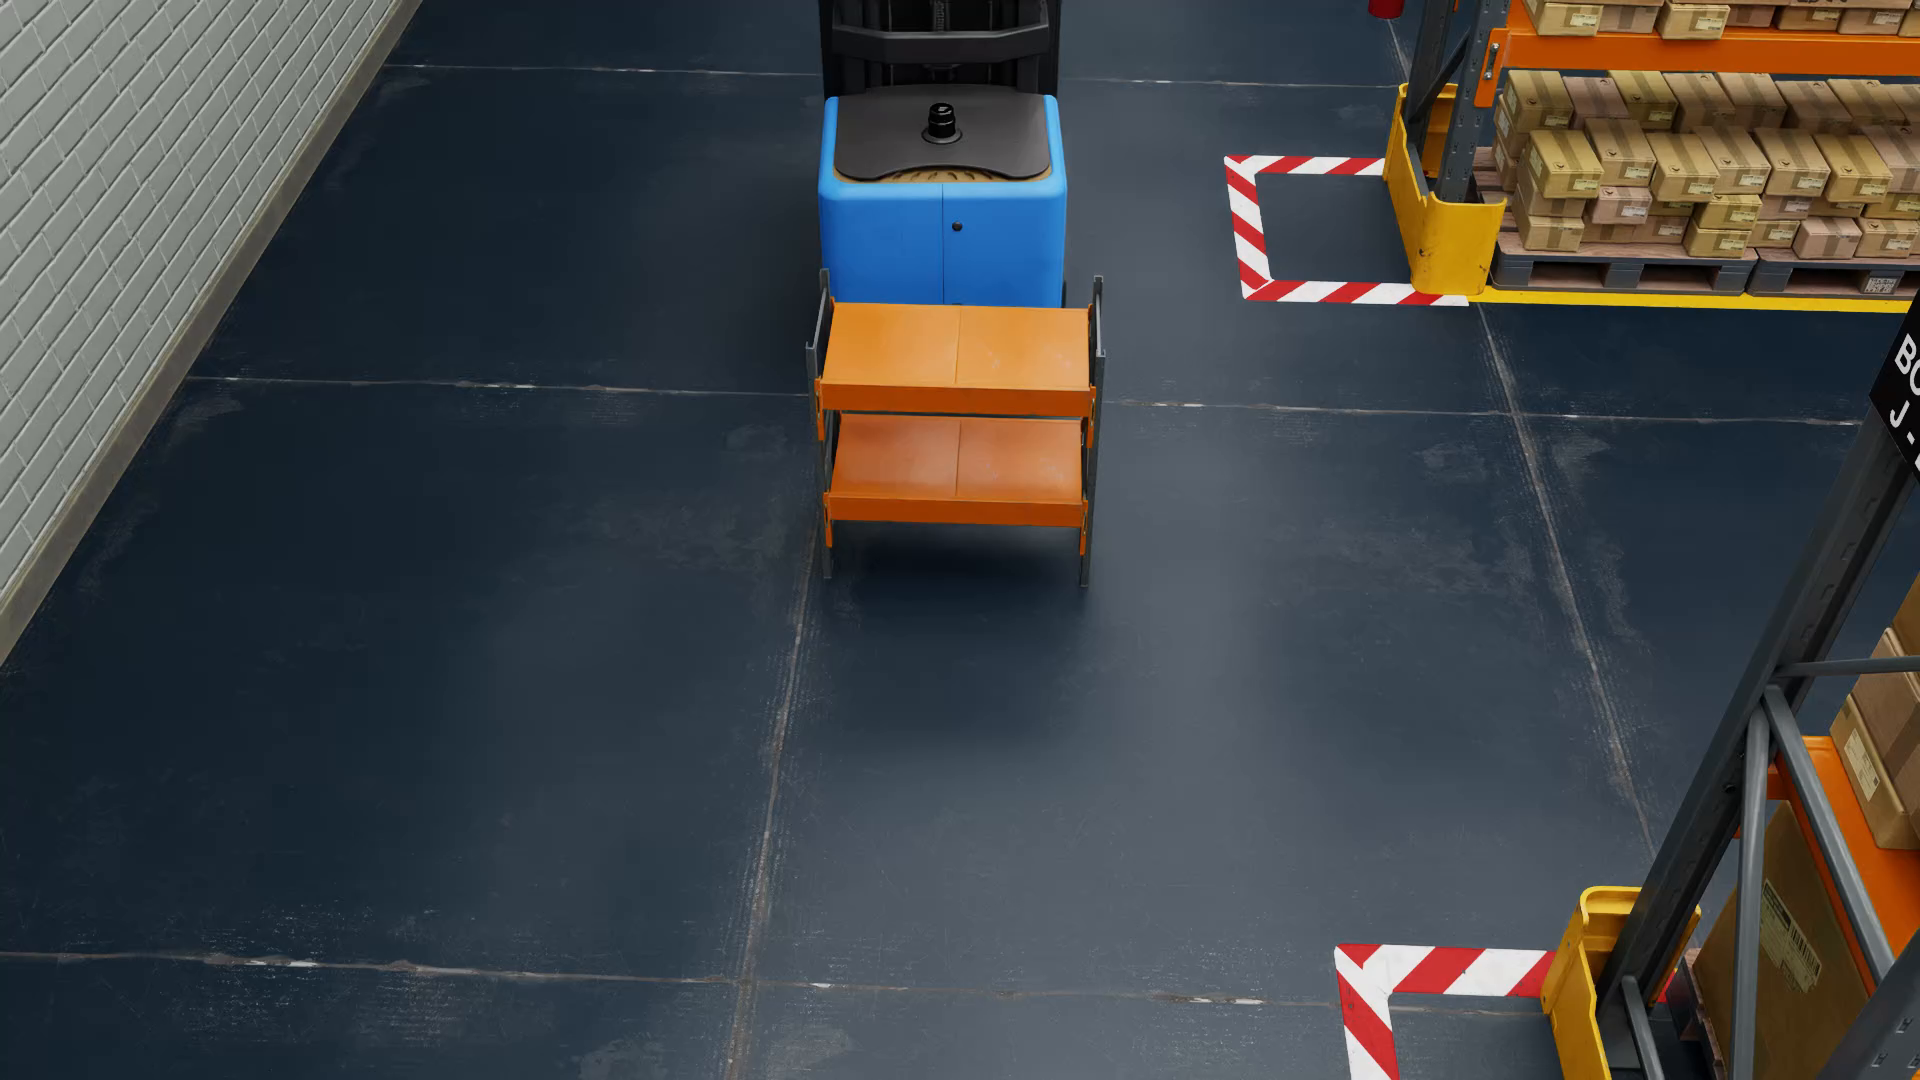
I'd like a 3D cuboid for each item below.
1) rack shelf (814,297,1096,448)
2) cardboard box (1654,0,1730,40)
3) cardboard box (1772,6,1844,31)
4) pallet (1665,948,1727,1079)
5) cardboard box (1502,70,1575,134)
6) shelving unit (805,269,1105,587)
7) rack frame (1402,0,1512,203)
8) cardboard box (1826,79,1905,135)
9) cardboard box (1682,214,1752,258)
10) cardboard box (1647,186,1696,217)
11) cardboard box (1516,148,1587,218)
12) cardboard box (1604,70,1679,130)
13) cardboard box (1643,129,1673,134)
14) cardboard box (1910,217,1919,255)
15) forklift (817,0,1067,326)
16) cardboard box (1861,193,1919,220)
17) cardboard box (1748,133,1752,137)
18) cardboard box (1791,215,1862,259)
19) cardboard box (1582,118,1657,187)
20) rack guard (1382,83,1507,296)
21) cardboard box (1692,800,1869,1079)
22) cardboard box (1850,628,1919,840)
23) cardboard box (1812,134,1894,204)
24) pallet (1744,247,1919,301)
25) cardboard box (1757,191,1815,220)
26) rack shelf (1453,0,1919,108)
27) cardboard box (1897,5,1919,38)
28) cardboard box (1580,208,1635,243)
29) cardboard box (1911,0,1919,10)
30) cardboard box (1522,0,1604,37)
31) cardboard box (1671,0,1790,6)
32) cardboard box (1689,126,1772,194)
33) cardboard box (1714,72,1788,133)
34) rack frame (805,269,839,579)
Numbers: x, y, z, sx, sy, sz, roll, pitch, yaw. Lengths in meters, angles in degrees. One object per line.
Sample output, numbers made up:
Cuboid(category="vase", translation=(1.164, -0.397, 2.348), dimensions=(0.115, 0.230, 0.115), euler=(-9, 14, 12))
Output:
Cuboid(category="rack shelf", translation=(-0.007, -0.626, 6.167), dimensions=(1.000, 0.278, 0.538), euler=(2, 43, 2))
Cuboid(category="cardboard box", translation=(3.146, -2.330, 7.235), dimensions=(0.250, 0.149, 0.380), euler=(1, 43, 1))
Cuboid(category="cardboard box", translation=(3.682, -2.390, 7.300), dimensions=(0.250, 0.149, 0.380), euler=(1, 43, 1))
Cuboid(category="pallet", translation=(2.793, 1.687, 4.785), dimensions=(1.213, 0.211, 1.003), euler=(2, 43, 2))
Cuboid(category="cardboard box", translation=(2.855, -2.164, 8.219), dimensions=(0.250, 0.149, 0.380), euler=(2, 43, 2))
Cuboid(category="shelving unit", translation=(-0.007, -0.412, 6.367), dimensions=(1.048, 1.125, 0.538), euler=(2, 43, 2))
Cuboid(category="rack frame", translation=(2.315, -2.679, 7.426), dimensions=(0.127, 3.000, 1.000), euler=(2, 43, 2))
Cuboid(category="cardboard box", translation=(4.416, -2.102, 8.153), dimensions=(0.250, 0.149, 0.380), euler=(2, 43, 2))
Cuboid(category="cardboard box", translation=(3.588, -1.518, 7.962), dimensions=(0.250, 0.149, 0.380), euler=(2, 43, 2))
Cuboid(category="cardboard box", translation=(3.347, -1.714, 7.954), dimensions=(0.250, 0.149, 0.380), euler=(2, 43, 2))
Cuboid(category="cardboard box", translation=(2.827, -1.708, 7.948), dimensions=(0.250, 0.149, 0.380), euler=(3, 43, 4))
Cuboid(category="cardboard box", translation=(3.368, -2.196, 8.253), dimensions=(0.250, 0.149, 0.380), euler=(1, 43, 1))
Cuboid(category="cardboard box", translation=(3.375, -2.062, 8.328), dimensions=(0.250, 0.149, 0.380), euler=(0, 43, 0))
Cuboid(category="cardboard box", translation=(4.613, -1.533, 7.978), dimensions=(0.250, 0.149, 0.380), euler=(3, 43, 3))
Cuboid(category="forklift", translation=(-0.094, -2.717, 7.516), dimensions=(1.130, 2.935, 3.031), euler=(-1, 43, -1))
Cuboid(category="cardboard box", translation=(4.410, -1.693, 7.932), dimensions=(0.250, 0.149, 0.380), euler=(4, 43, 4))
Cuboid(category="cardboard box", translation=(3.892, -2.055, 8.321), dimensions=(0.250, 0.149, 0.380), euler=(2, 43, 3))
Cuboid(category="cardboard box", translation=(4.092, -1.508, 7.952), dimensions=(0.250, 0.149, 0.380), euler=(0, 43, 0))
Cuboid(category="cardboard box", translation=(3.104, -1.834, 7.865), dimensions=(0.250, 0.149, 0.380), euler=(2, 43, 3))
Cuboid(category="rack guard", translation=(2.391, -1.762, 8.275), dimensions=(0.348, 0.500, 1.175), euler=(2, 43, 2))
Cuboid(category="cardboard box", translation=(2.634, 1.284, 4.422), dimensions=(0.875, 0.875, 0.875), euler=(2, 43, 2))
Cuboid(category="cardboard box", translation=(2.487, 0.475, 3.931), dimensions=(0.500, 0.250, 0.500), euler=(1, 43, 1))
Cuboid(category="cardboard box", translation=(4.139, -1.733, 7.757), dimensions=(0.250, 0.149, 0.380), euler=(2, 43, 3))
Cuboid(category="pallet", translation=(4.417, -1.568, 8.279), dimensions=(1.213, 0.211, 1.003), euler=(2, 43, 2))
Cuboid(category="cardboard box", translation=(3.867, -1.688, 7.927), dimensions=(0.250, 0.149, 0.380), euler=(0, 43, 0))
Cuboid(category="rack shelf", translation=(4.313, -2.355, 7.605), dimensions=(4.000, 0.370, 1.077), euler=(2, 43, 2))
Cuboid(category="cardboard box", translation=(4.185, -2.341, 7.247), dimensions=(0.250, 0.149, 0.380), euler=(3, 43, 3))
Cuboid(category="cardboard box", translation=(3.089, -1.604, 8.054), dimensions=(0.250, 0.149, 0.380), euler=(2, 43, 2))
Cuboid(category="cardboard box", translation=(4.285, -2.589, 7.037), dimensions=(0.500, 0.500, 0.500), euler=(1, 43, 1))
Cuboid(category="cardboard box", translation=(2.624, -2.354, 7.261), dimensions=(0.250, 0.149, 0.380), euler=(1, 43, 2))
Cuboid(category="cardboard box", translation=(3.287, -2.624, 7.074), dimensions=(0.500, 0.500, 0.500), euler=(2, 43, 2))
Cuboid(category="cardboard box", translation=(3.602, -1.787, 7.815), dimensions=(0.250, 0.149, 0.380), euler=(0, 43, 0))
Cuboid(category="cardboard box", translation=(3.895, -2.174, 8.230), dimensions=(0.250, 0.149, 0.380), euler=(3, 43, 3))
Cuboid(category="rack frame", translation=(-0.515, -0.427, 6.384), dimensions=(0.032, 1.125, 0.500), euler=(2, 43, 2))
